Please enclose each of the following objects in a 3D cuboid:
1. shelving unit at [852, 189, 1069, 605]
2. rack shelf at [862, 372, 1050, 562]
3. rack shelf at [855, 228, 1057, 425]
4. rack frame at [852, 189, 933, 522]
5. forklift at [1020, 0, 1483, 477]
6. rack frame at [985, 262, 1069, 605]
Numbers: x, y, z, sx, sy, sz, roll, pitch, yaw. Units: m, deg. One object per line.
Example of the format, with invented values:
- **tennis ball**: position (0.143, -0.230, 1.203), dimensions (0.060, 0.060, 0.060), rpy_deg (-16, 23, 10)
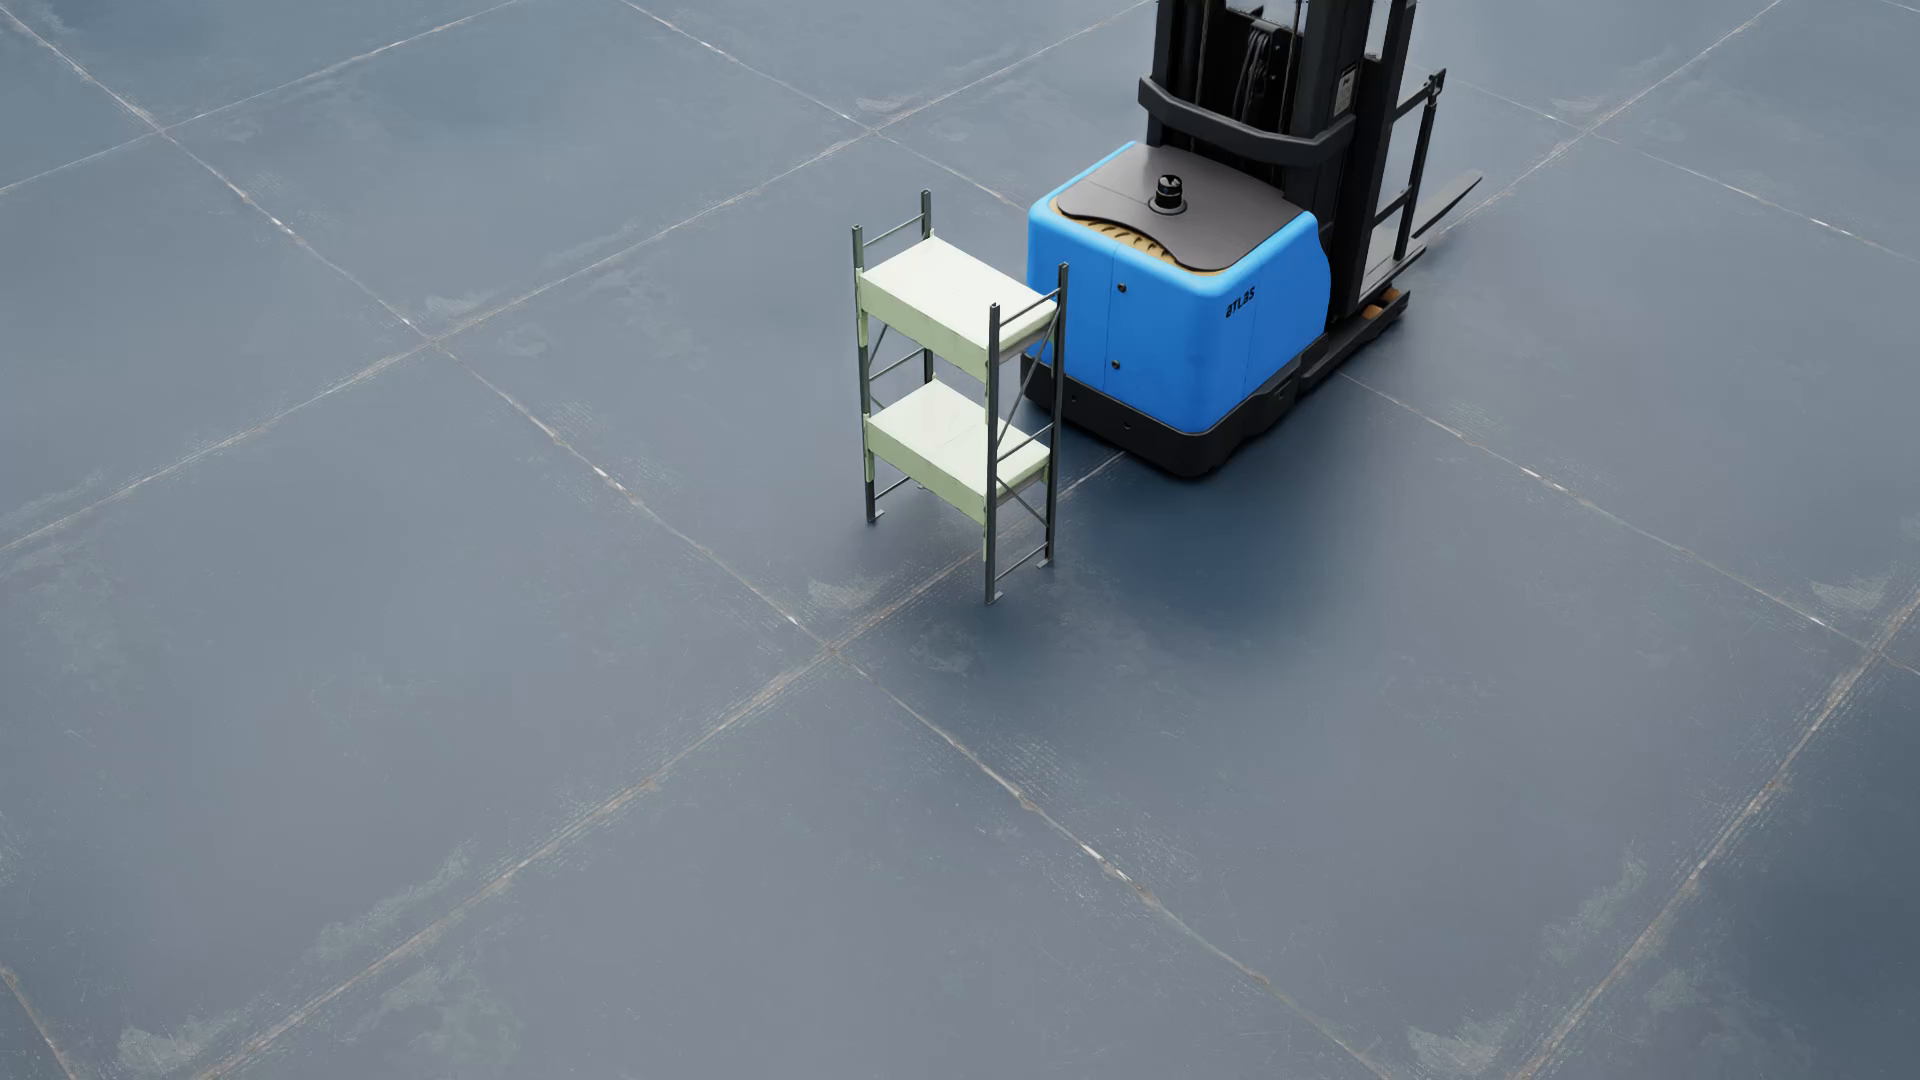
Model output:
- **shelving unit**: position (-0.005, -0.554, 6.744), dimensions (0.431, 1.500, 0.755), rpy_deg (-34, 53, -31)
- **rack shelf**: position (-0.005, -0.315, 6.966), dimensions (0.431, 0.370, 0.720), rpy_deg (-34, 53, -31)
- **rack shelf**: position (-0.005, -0.841, 6.480), dimensions (0.431, 0.370, 0.720), rpy_deg (-34, 53, -31)
- **rack frame**: position (-0.263, -0.730, 6.935), dimensions (0.400, 1.500, 0.023), rpy_deg (-34, 53, -31)
- **forklift**: position (1.624, -2.288, 7.567), dimensions (1.130, 2.935, 3.031), rpy_deg (30, 51, 29)
- **rack frame**: position (0.254, -0.378, 6.554), dimensions (0.400, 1.500, 0.023), rpy_deg (-34, 53, -31)
